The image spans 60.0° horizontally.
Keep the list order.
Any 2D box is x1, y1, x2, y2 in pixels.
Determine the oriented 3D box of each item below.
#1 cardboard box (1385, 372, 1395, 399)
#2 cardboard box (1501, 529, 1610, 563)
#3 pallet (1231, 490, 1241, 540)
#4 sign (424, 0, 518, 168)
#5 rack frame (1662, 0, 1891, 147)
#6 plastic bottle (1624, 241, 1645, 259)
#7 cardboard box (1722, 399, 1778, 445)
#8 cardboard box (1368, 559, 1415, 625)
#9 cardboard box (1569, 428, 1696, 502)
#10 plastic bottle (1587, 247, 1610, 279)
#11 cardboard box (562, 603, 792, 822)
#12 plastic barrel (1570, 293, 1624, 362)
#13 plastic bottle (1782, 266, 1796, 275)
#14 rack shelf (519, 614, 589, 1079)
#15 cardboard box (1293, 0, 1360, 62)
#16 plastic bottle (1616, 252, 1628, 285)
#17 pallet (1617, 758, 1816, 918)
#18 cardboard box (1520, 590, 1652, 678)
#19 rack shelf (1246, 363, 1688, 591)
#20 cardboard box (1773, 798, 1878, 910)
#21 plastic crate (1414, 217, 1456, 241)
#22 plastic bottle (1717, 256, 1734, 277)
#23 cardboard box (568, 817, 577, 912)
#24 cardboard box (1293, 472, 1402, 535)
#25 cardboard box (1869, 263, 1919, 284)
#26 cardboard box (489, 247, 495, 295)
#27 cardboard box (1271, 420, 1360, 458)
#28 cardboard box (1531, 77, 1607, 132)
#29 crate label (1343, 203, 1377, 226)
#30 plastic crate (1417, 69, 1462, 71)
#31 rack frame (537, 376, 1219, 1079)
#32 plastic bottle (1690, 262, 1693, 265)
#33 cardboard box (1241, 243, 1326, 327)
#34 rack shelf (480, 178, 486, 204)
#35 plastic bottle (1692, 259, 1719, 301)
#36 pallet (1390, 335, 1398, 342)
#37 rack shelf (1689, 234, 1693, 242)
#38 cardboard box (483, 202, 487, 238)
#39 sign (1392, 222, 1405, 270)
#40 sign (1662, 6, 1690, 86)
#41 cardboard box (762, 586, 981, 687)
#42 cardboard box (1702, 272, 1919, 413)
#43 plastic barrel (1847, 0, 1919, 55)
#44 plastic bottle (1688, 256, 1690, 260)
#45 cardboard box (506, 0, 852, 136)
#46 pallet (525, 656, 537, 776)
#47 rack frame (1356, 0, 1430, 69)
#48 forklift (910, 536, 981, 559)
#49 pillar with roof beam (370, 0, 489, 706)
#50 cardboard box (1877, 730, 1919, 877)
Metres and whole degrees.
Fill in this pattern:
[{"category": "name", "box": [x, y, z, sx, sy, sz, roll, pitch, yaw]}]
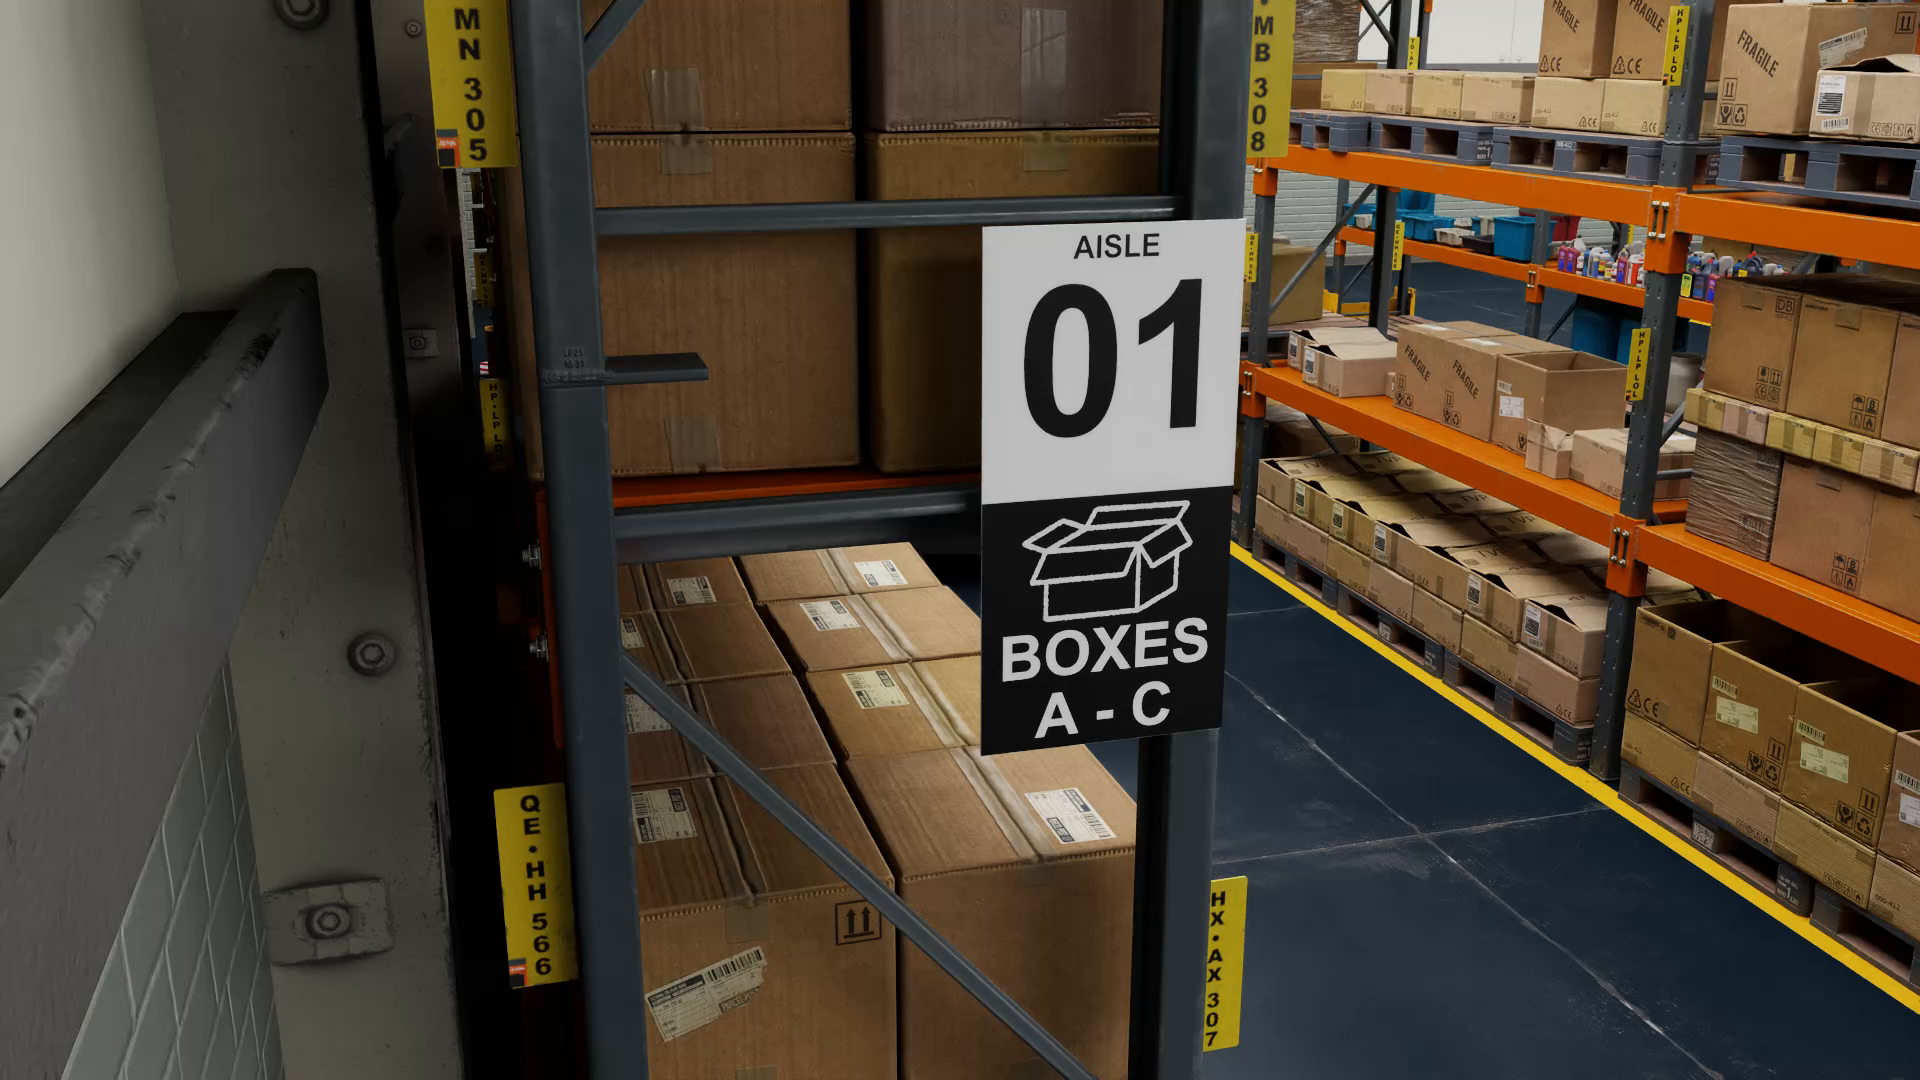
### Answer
[{"category": "cardboard box", "box": [2.880, -0.956, 10.356, 0.380, 0.149, 0.250, -3, 17, -11]}, {"category": "cardboard box", "box": [3.425, 0.113, 9.435, 0.500, 0.311, 0.500, -5, 18, -17]}, {"category": "pallet", "box": [2.307, -0.298, 12.578, 1.003, 0.211, 1.213, -5, 17, -15]}, {"category": "sign", "box": [-0.627, -0.641, 2.119, 0.100, 0.325, 0.005, -5, 17, -15]}, {"category": "rack frame", "box": [3.575, -3.191, 6.933, 1.000, 3.000, 0.127, -5, 17, -15]}, {"category": "plastic bottle", "box": [6.559, -2.778, 16.203, 0.152, 0.276, 0.135, -5, 17, -15]}, {"category": "cardboard box", "box": [3.532, -0.517, 7.159, 0.380, 0.149, 0.250, -4, 17, -14]}, {"category": "cardboard box", "box": [2.765, 0.284, 9.843, 0.500, 0.250, 0.500, -4, 17, -14]}, {"category": "cardboard box", "box": [3.397, -0.379, 8.259, 0.500, 0.250, 0.500, -4, 17, -12]}, {"category": "plastic bottle", "box": [6.001, -2.602, 15.617, 0.152, 0.276, 0.135, -5, 17, -15]}, {"category": "cardboard box", "box": [-0.697, 0.488, 4.035, 0.500, 0.500, 0.500, -5, 17, -17]}, {"category": "plastic barrel", "box": [6.273, -1.966, 16.199, 0.600, 0.901, 0.708, -5, 17, -15]}, {"category": "plastic bottle", "box": [7.157, -2.227, 14.356, 0.061, 0.283, 0.133, -5, 17, -15]}, {"category": "rack shelf", "box": [-0.638, 0.973, 4.750, 1.077, 0.370, 4.000, -5, 17, -15]}, {"category": "cardboard box", "box": [2.362, -3.509, 11.293, 0.500, 0.500, 0.500, -5, 17, -15]}, {"category": "plastic bottle", "box": [6.075, -2.485, 15.212, 0.061, 0.283, 0.133, -5, 17, -15]}, {"category": "pallet", "box": [3.753, 1.241, 7.454, 1.003, 0.211, 1.213, -5, 17, -15]}, {"category": "cardboard box", "box": [3.188, 0.440, 8.348, 0.500, 0.311, 0.500, -5, 17, -15]}, {"category": "rack shelf", "box": [3.025, -0.526, 9.741, 1.077, 0.370, 4.000, -5, 17, -15]}, {"category": "cardboard box", "box": [3.676, 1.228, 6.701, 0.500, 0.250, 0.500, -5, 17, -15]}, {"category": "plastic crate", "box": [5.236, -3.435, 18.359, 0.416, 0.233, 0.300, -5, 17, -15]}, {"category": "plastic bottle", "box": [6.899, -2.436, 15.065, 0.152, 0.276, 0.135, -5, 17, -15]}, {"category": "cardboard box", "box": [-0.698, 0.848, 4.140, 0.500, 0.250, 0.500, -5, 17, -16]}, {"category": "cardboard box", "box": [2.490, -0.264, 10.693, 0.500, 0.311, 0.500, -5, 17, -17]}, {"category": "cardboard box", "box": [10.798, -2.685, 18.641, 0.875, 0.875, 0.875, -5, 17, -15]}, {"category": "cardboard box", "box": [-2.660, -1.696, 10.353, 0.500, 0.250, 0.500, -4, 17, -14]}, {"category": "cardboard box", "box": [2.625, -0.586, 12.270, 0.500, 0.500, 0.500, -4, 17, -13]}, {"category": "cardboard box", "box": [3.261, -2.207, 8.401, 0.500, 0.250, 0.500, -6, 18, -21]}, {"category": "crate label", "box": [4.792, -3.882, 19.848, 0.416, 0.233, 0.303, -5, 17, -15]}, {"category": "plastic crate", "box": [5.196, -4.990, 18.245, 0.504, 0.338, 0.767, -5, 17, -15]}, {"category": "rack frame", "box": [-0.088, 1.181, 2.805, 1.000, 3.000, 0.127, -5, 17, -15]}, {"category": "plastic bottle", "box": [6.417, -2.304, 14.633, 0.097, 0.271, 0.097, 0, 17, 0]}, {"category": "cardboard box", "box": [2.194, -1.838, 11.955, 0.700, 0.500, 0.500, -12, 20, -34]}, {"category": "rack shelf", "box": [-2.836, -2.677, 11.686, 1.077, 0.370, 4.000, -5, 17, -15]}, {"category": "plastic bottle", "box": [6.400, -2.233, 14.257, 0.144, 0.351, 0.185, -5, 17, -15]}, {"category": "pallet", "box": [5.562, -2.124, 18.657, 1.003, 0.211, 1.213, -5, 17, -15]}, {"category": "rack shelf", "box": [10.353, -3.521, 19.712, 1.077, 0.370, 4.000, -5, 17, -15]}, {"category": "cardboard box", "box": [-3.510, -2.549, 13.195, 0.500, 0.250, 0.500, -4, 17, -14]}, {"category": "sign", "box": [3.008, -2.024, 11.462, 0.100, 0.325, 0.005, -5, 17, -15]}, {"category": "sign", "box": [3.056, -2.107, 7.093, 0.100, 0.325, 0.005, -5, 17, -15]}, {"category": "cardboard box", "box": [-0.192, 0.448, 4.170, 0.500, 0.500, 0.500, -5, 18, -17]}, {"category": "cardboard box", "box": [3.703, -0.865, 7.188, 0.700, 0.500, 0.500, -5, 17, -15]}, {"category": "plastic barrel", "box": [7.086, -3.815, 12.749, 0.600, 0.830, 0.708, -5, 17, -15]}, {"category": "plastic bottle", "box": [6.683, -2.521, 15.353, 0.097, 0.271, 0.097, 0, 17, 0]}, {"category": "cardboard box", "box": [-0.458, -0.890, 2.541, 0.500, 0.500, 0.500, -4, 17, -13]}, {"category": "pallet", "box": [-1.741, 0.857, 8.732, 1.003, 0.211, 1.213, -5, 17, -15]}, {"category": "rack frame", "box": [5.041, -6.901, 19.283, 1.000, 3.000, 0.127, -5, 17, -15]}, {"category": "forklift", "box": [0.003, -1.224, 10.931, 1.130, 2.935, 3.031, 0, 17, -1]}, {"category": "pillar with roof beam", "box": [1.378, -3.817, 9.017, 9.100, 9.000, 0.400, -5, 17, -15]}, {"category": "cardboard box", "box": [3.815, 1.007, 6.133, 0.500, 0.500, 0.500, -5, 17, -15]}]
